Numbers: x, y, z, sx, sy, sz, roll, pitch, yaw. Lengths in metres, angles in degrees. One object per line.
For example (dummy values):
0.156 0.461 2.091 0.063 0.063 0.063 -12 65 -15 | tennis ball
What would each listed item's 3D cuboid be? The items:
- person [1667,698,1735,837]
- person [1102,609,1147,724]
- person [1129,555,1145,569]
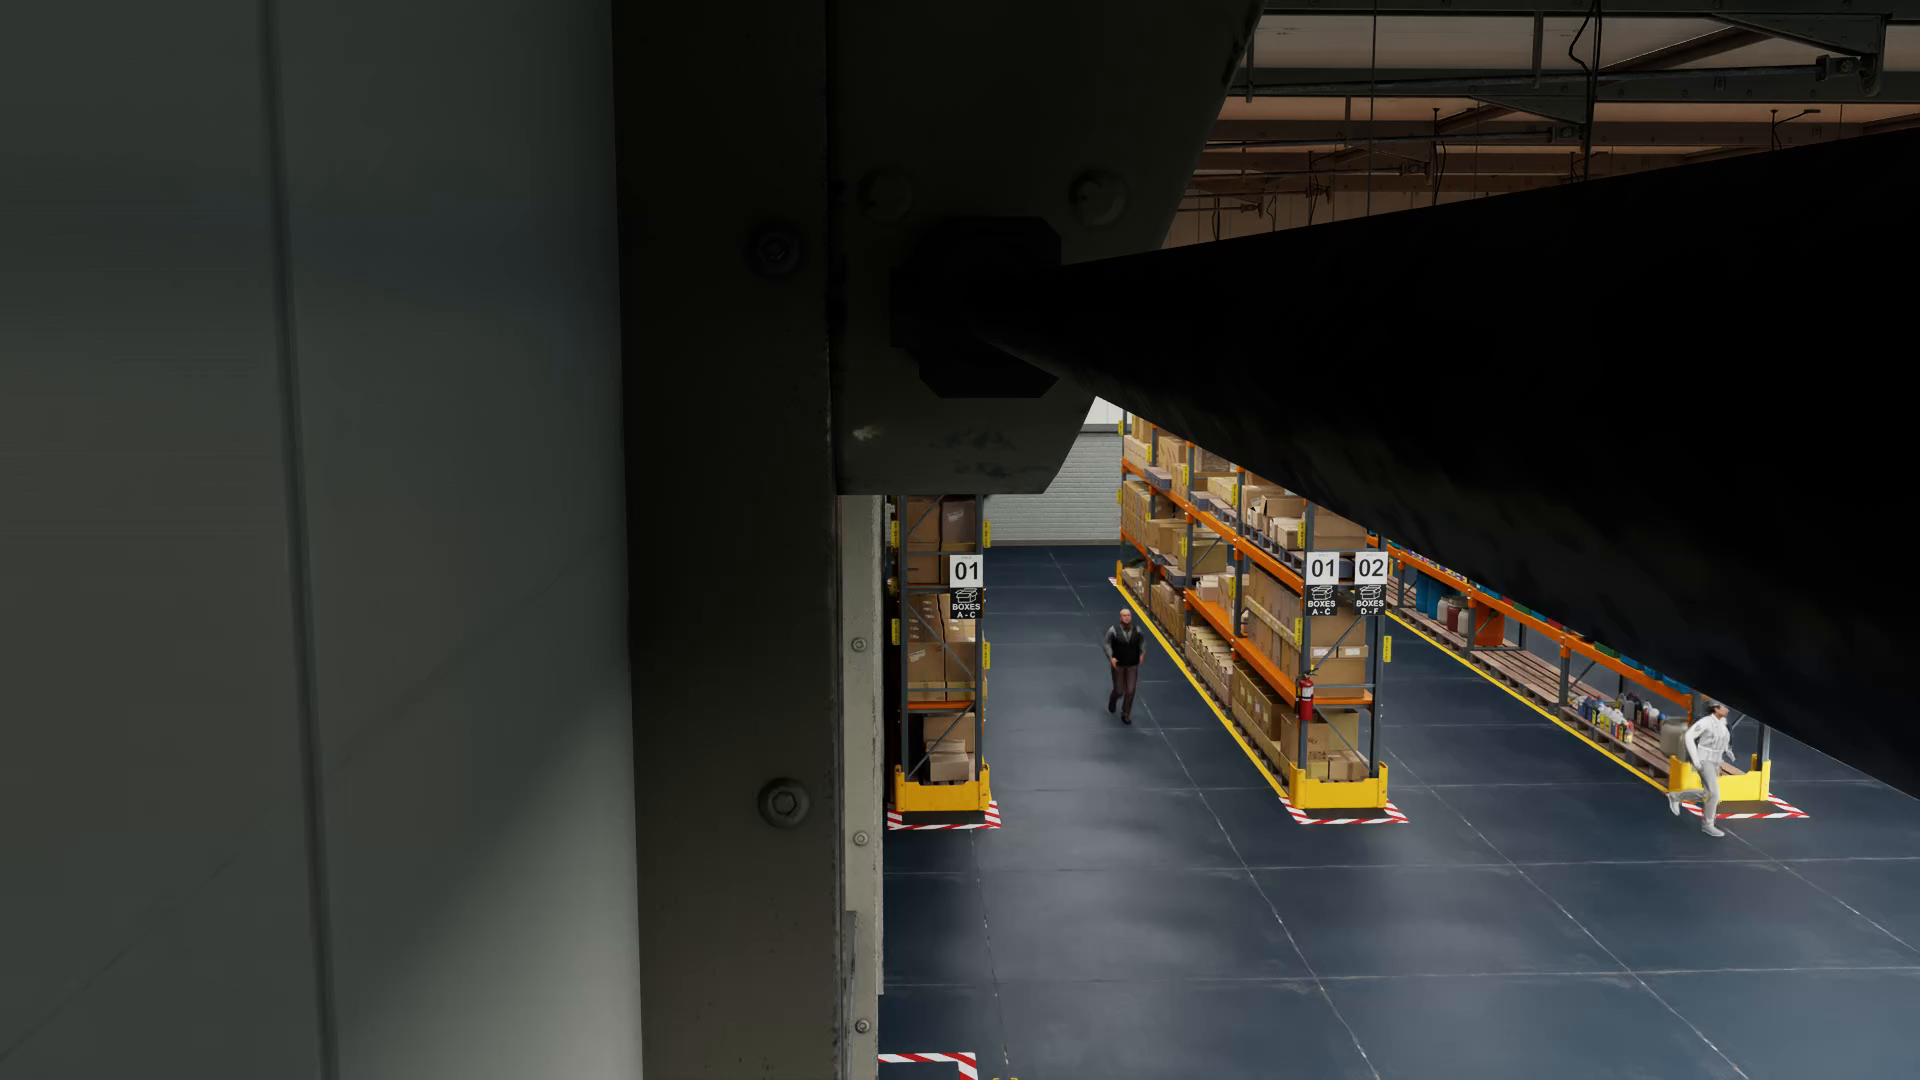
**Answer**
8.876 2.629 19.792 0.667 1.636 0.766 -6 10 -35 | person
2.460 1.857 24.812 0.682 1.702 0.605 -1 9 -9 | person
4.178 -0.024 37.414 0.729 1.754 0.708 0 8 0 | person
